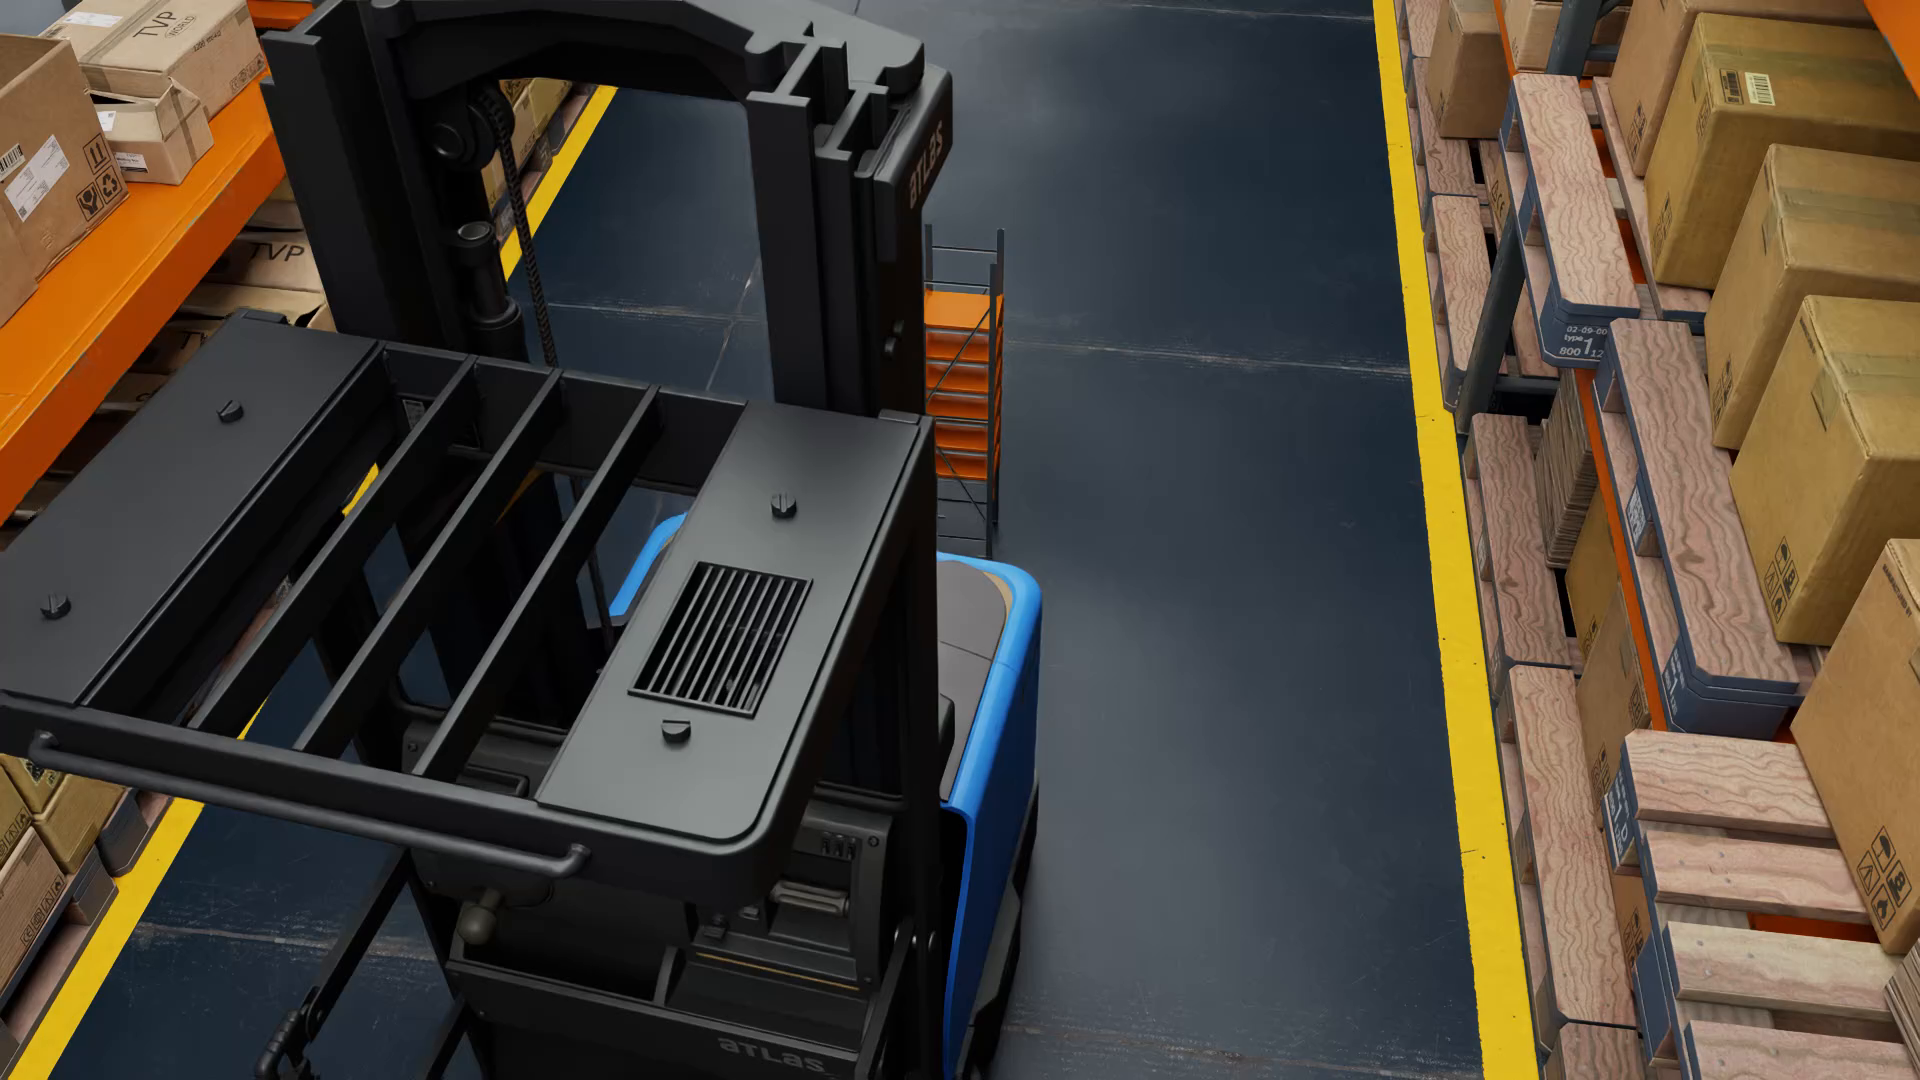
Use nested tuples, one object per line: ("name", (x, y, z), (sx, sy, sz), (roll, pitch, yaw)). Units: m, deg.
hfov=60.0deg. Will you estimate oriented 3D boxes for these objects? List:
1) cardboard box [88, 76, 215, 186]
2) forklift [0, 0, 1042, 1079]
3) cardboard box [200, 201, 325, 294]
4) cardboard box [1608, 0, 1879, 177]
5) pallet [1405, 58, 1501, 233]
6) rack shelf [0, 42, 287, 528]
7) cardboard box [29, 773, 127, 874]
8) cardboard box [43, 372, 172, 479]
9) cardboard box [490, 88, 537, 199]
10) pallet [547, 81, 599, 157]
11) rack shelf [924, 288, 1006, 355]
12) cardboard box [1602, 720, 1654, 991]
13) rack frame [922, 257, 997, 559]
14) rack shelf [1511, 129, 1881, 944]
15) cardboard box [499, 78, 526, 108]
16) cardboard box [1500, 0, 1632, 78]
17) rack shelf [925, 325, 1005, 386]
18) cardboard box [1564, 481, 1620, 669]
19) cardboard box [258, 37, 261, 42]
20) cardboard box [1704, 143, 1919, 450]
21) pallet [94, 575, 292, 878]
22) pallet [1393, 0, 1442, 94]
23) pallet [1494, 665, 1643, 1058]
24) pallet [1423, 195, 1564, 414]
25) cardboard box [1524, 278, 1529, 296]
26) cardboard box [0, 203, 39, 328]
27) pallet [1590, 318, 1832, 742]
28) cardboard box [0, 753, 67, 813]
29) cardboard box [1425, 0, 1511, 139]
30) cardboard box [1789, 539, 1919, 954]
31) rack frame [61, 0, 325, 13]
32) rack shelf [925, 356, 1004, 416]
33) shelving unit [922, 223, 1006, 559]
("cardboard box", (-2.502, -1.254, 4.990), (0.396, 0.266, 0.258), (4, 44, 4))
("forklift", (-0.634, 0.689, 2.891), (1.130, 2.935, 3.031), (10, 44, 10))
("cardboard box", (-2.337, -0.974, 5.883), (0.500, 0.311, 0.500), (5, 44, 6))
("cardboard box", (2.242, -1.323, 4.573), (0.700, 0.500, 0.500), (5, 44, 6))
("pallet", (2.556, -1.753, 7.448), (1.003, 0.211, 1.213), (5, 44, 6))
("rack shelf", (-2.832, -0.294, 4.402), (1.077, 0.370, 4.000), (5, 44, 6))
("cardboard box", (-2.608, 0.626, 4.602), (0.500, 0.250, 0.500), (4, 44, 4))
("cardboard box", (-2.468, -0.279, 5.149), (0.500, 0.311, 0.500), (5, 44, 5))
("cardboard box", (-2.134, -1.701, 7.059), (0.500, 0.250, 0.500), (5, 44, 6))
("pallet", (-2.262, -2.278, 8.002), (1.003, 0.211, 1.213), (5, 44, 6))
("rack shelf", (0.002, -0.675, 5.131), (0.258, 0.103, 0.180), (5, 44, 6))
("cardboard box", (2.079, 0.826, 4.194), (0.700, 0.500, 0.500), (5, 44, 5))
("rack frame", (-0.010, -0.383, 5.282), (0.240, 1.200, 0.006), (5, 44, 6))
("rack shelf", (2.079, 0.154, 3.929), (1.077, 0.370, 4.000), (5, 44, 6))
("cardboard box", (-2.137, -1.974, 6.802), (0.500, 0.500, 0.500), (5, 44, 6))
("cardboard box", (2.105, -1.774, 5.536), (0.500, 0.250, 0.500), (5, 44, 6))
("rack shelf", (0.002, -0.588, 5.213), (0.258, 0.103, 0.180), (5, 44, 6))
("cardboard box", (2.244, 0.137, 4.921), (0.700, 0.500, 0.500), (4, 44, 5))
("cardboard box", (-2.645, -2.020, 6.851), (0.500, 0.500, 0.500), (5, 44, 6))
("cardboard box", (2.105, -0.491, 3.694), (0.700, 0.500, 0.500), (11, 45, 11))
("pallet", (-2.785, 0.434, 5.138), (1.003, 0.211, 1.213), (5, 44, 6))
("pallet", (2.720, -2.582, 8.323), (1.003, 0.211, 1.213), (5, 44, 6))
("pallet", (2.083, 0.907, 4.639), (1.003, 0.211, 1.213), (5, 44, 6))
("pallet", (2.397, -0.919, 6.567), (1.003, 0.211, 1.213), (5, 44, 6))
("cardboard box", (2.384, -0.969, 6.332), (0.380, 0.166, 0.250), (0, 43, 0))
("cardboard box", (-2.821, -0.732, 4.269), (0.500, 0.500, 0.500), (5, 44, 6))
("pallet", (2.036, -0.028, 3.737), (1.003, 0.211, 1.213), (5, 44, 6))
("cardboard box", (-2.605, 0.414, 4.418), (0.500, 0.311, 0.500), (4, 44, 4))
("cardboard box", (2.470, -2.101, 7.286), (0.700, 0.500, 0.500), (3, 44, 3))
("cardboard box", (1.914, 0.355, 2.801), (0.700, 0.500, 0.500), (1, 43, 2))
("rack frame", (-2.567, -1.918, 5.594), (1.000, 3.000, 0.127), (5, 44, 6))
("rack shelf", (0.002, -0.500, 5.296), (0.258, 0.103, 0.180), (5, 44, 6))
("shelving unit", (0.002, -0.446, 5.348), (0.258, 1.200, 0.189), (5, 44, 6))
